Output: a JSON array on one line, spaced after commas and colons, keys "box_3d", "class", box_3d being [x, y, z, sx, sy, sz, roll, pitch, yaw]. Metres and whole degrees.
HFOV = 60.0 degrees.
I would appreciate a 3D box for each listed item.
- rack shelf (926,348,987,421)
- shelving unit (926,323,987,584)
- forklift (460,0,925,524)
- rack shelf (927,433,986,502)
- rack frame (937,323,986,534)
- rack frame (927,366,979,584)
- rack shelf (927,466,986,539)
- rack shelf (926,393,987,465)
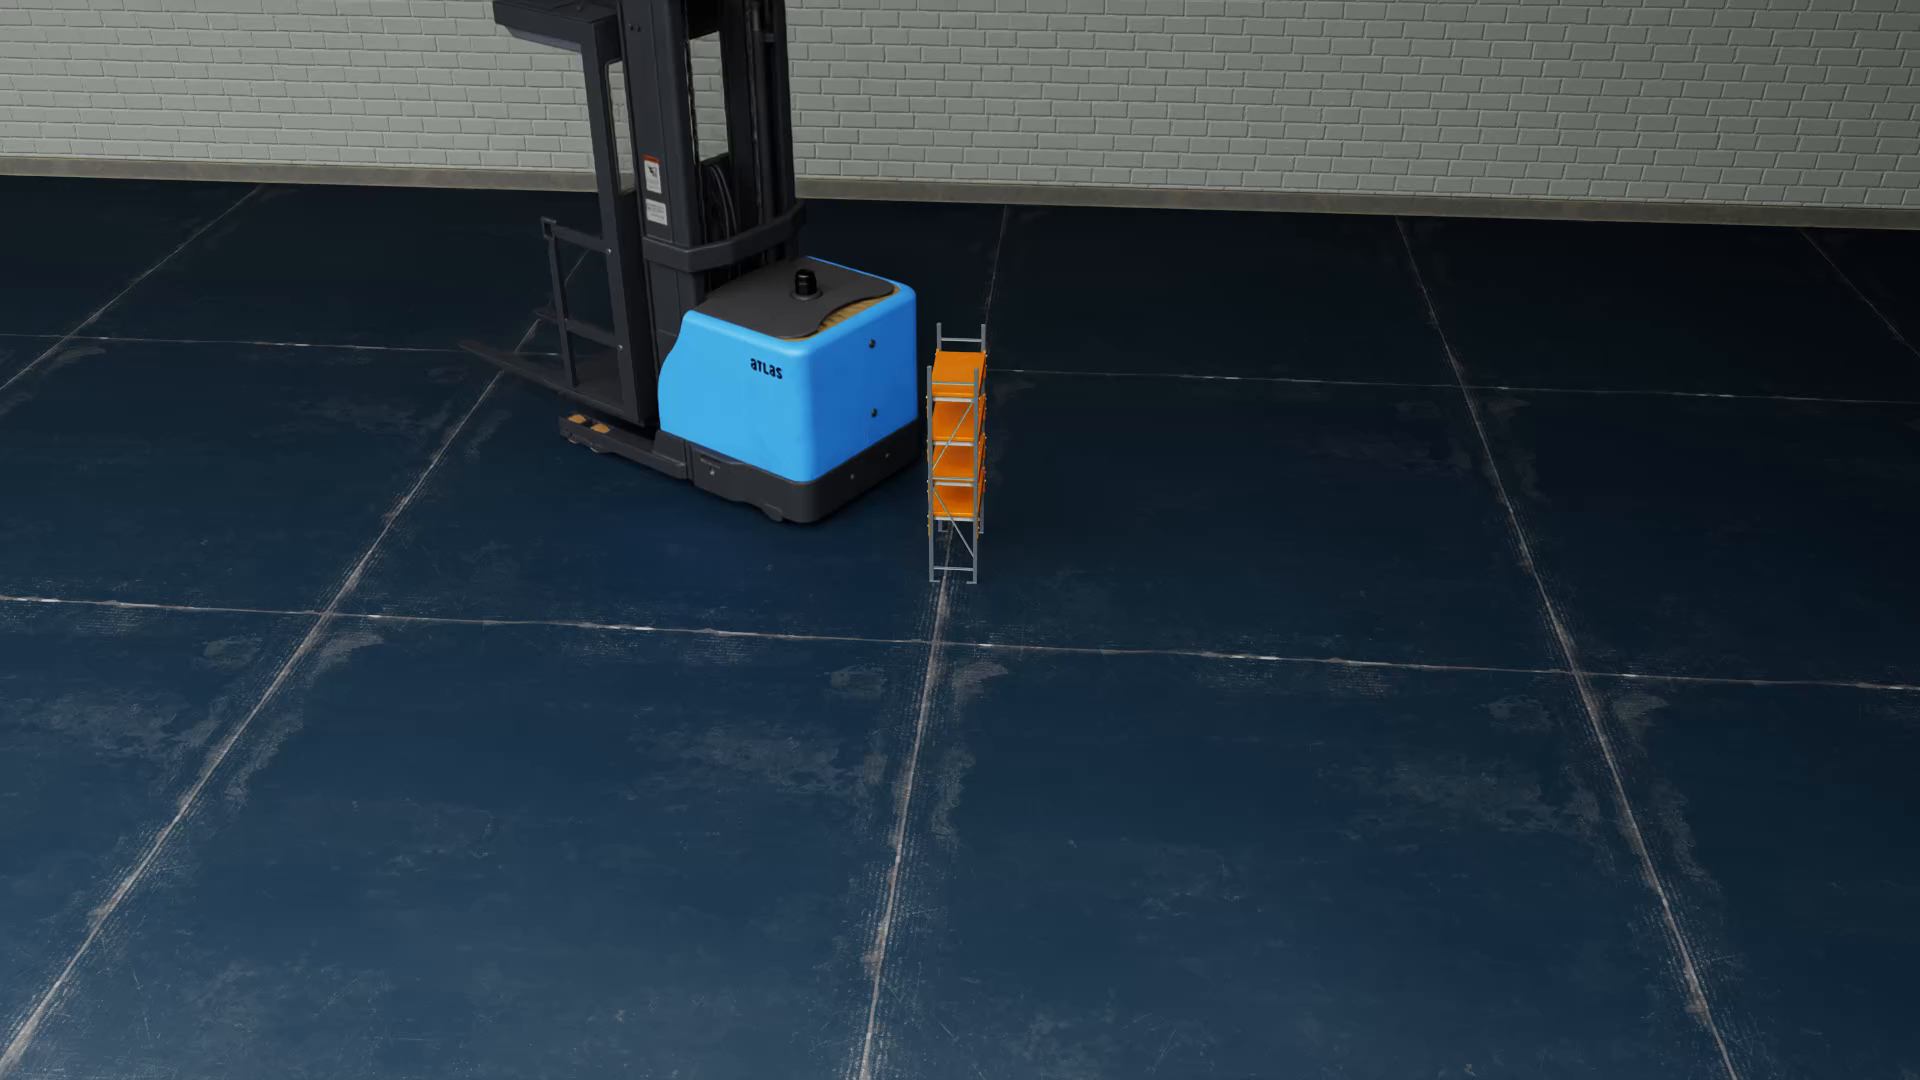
[{"box_3d": [-0.013, -0.759, 8.089, 0.258, 0.148, 0.480, 2, 32, 4], "class": "rack shelf"}, {"box_3d": [-0.013, -0.424, 8.295, 0.258, 1.200, 0.503, 2, 32, 4], "class": "shelving unit"}, {"box_3d": [-1.685, -1.939, 9.103, 3.031, 2.935, 1.130, 21, 37, 30], "class": "forklift"}, {"box_3d": [-0.013, -0.367, 8.330, 0.258, 0.148, 0.480, 2, 32, 4], "class": "rack shelf"}, {"box_3d": [0.006, -0.552, 8.502, 0.240, 1.200, 0.015, 2, 32, 4], "class": "rack frame"}, {"box_3d": [-0.033, -0.297, 8.088, 0.240, 1.200, 0.015, 2, 32, 4], "class": "rack frame"}, {"box_3d": [-0.013, -0.198, 8.434, 0.258, 0.148, 0.480, 2, 32, 4], "class": "rack shelf"}, {"box_3d": [-0.013, -0.557, 8.213, 0.258, 0.148, 0.480, 2, 32, 4], "class": "rack shelf"}]
